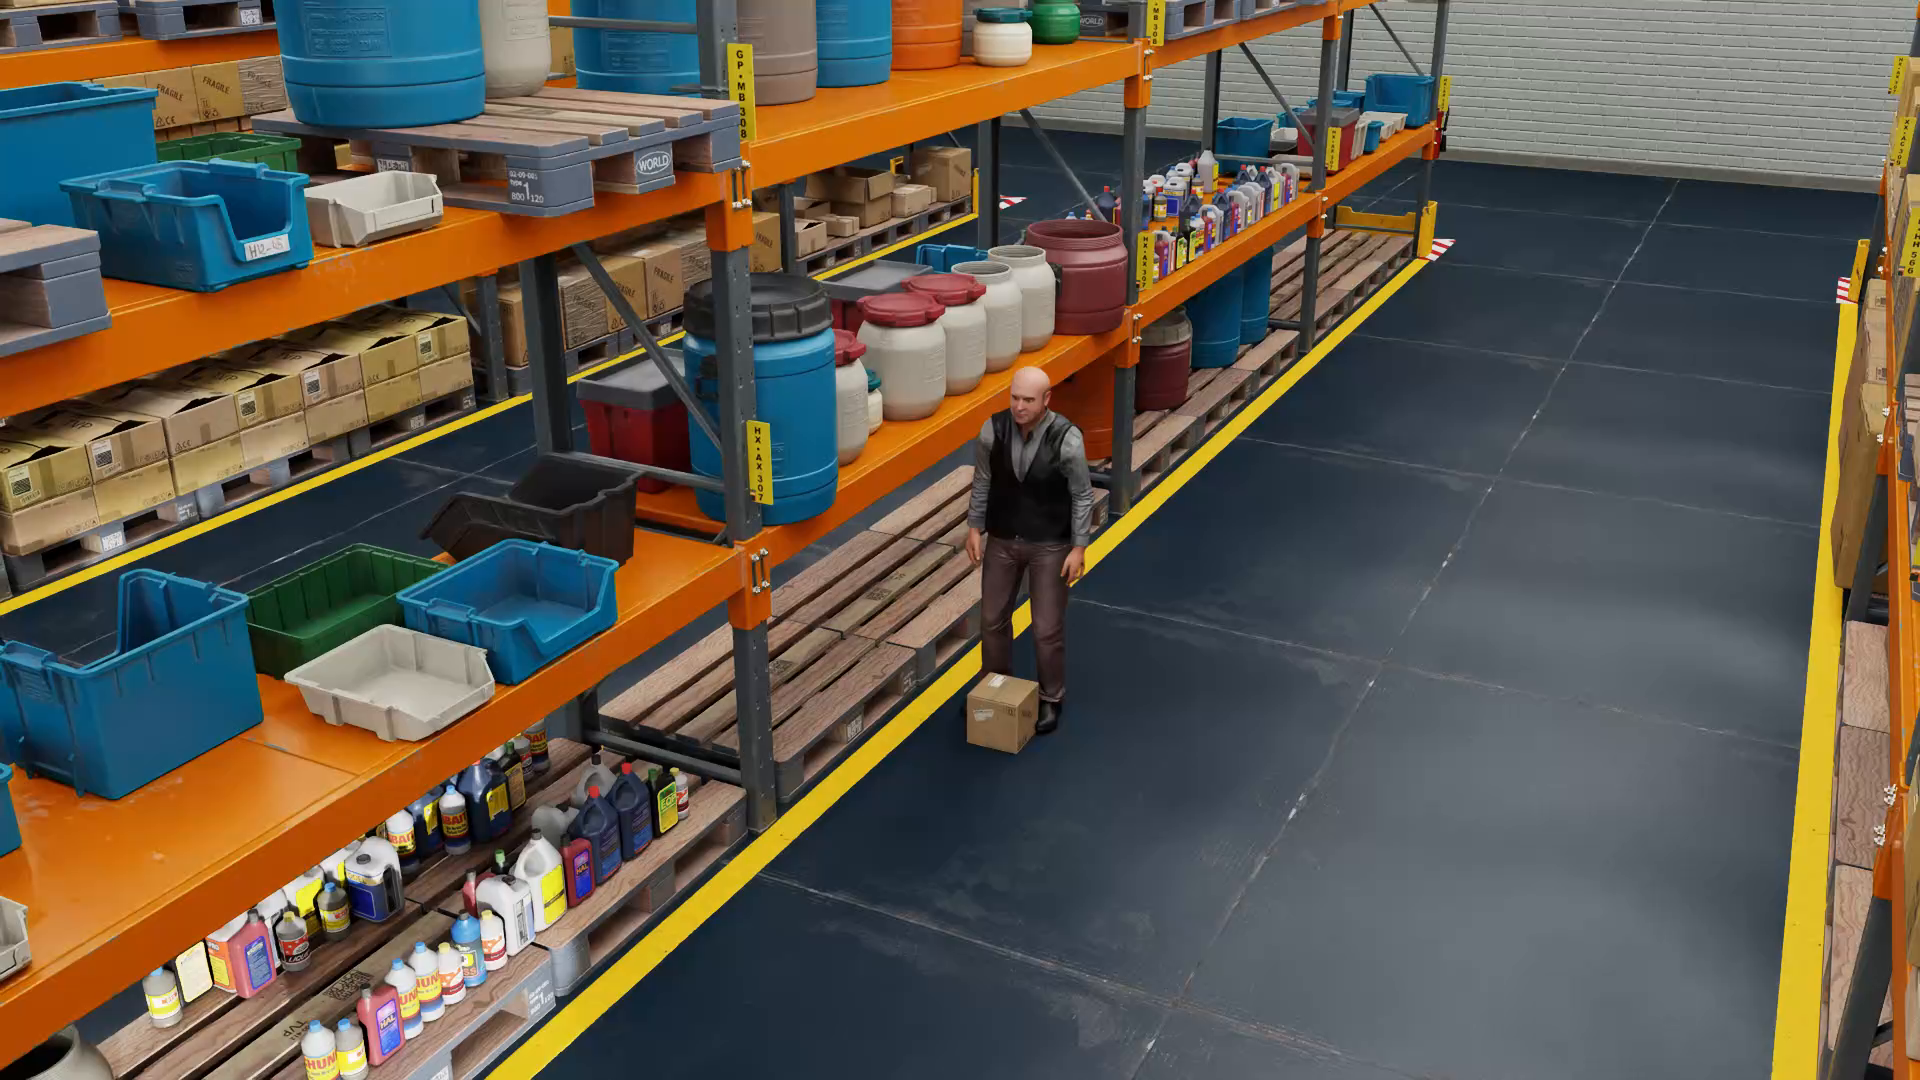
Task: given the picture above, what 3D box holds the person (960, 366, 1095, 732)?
[{"bbox_3d":[0.321,0.017,7.584,0.588,1.721,0.411,10,25,23],"label":"person"}]
